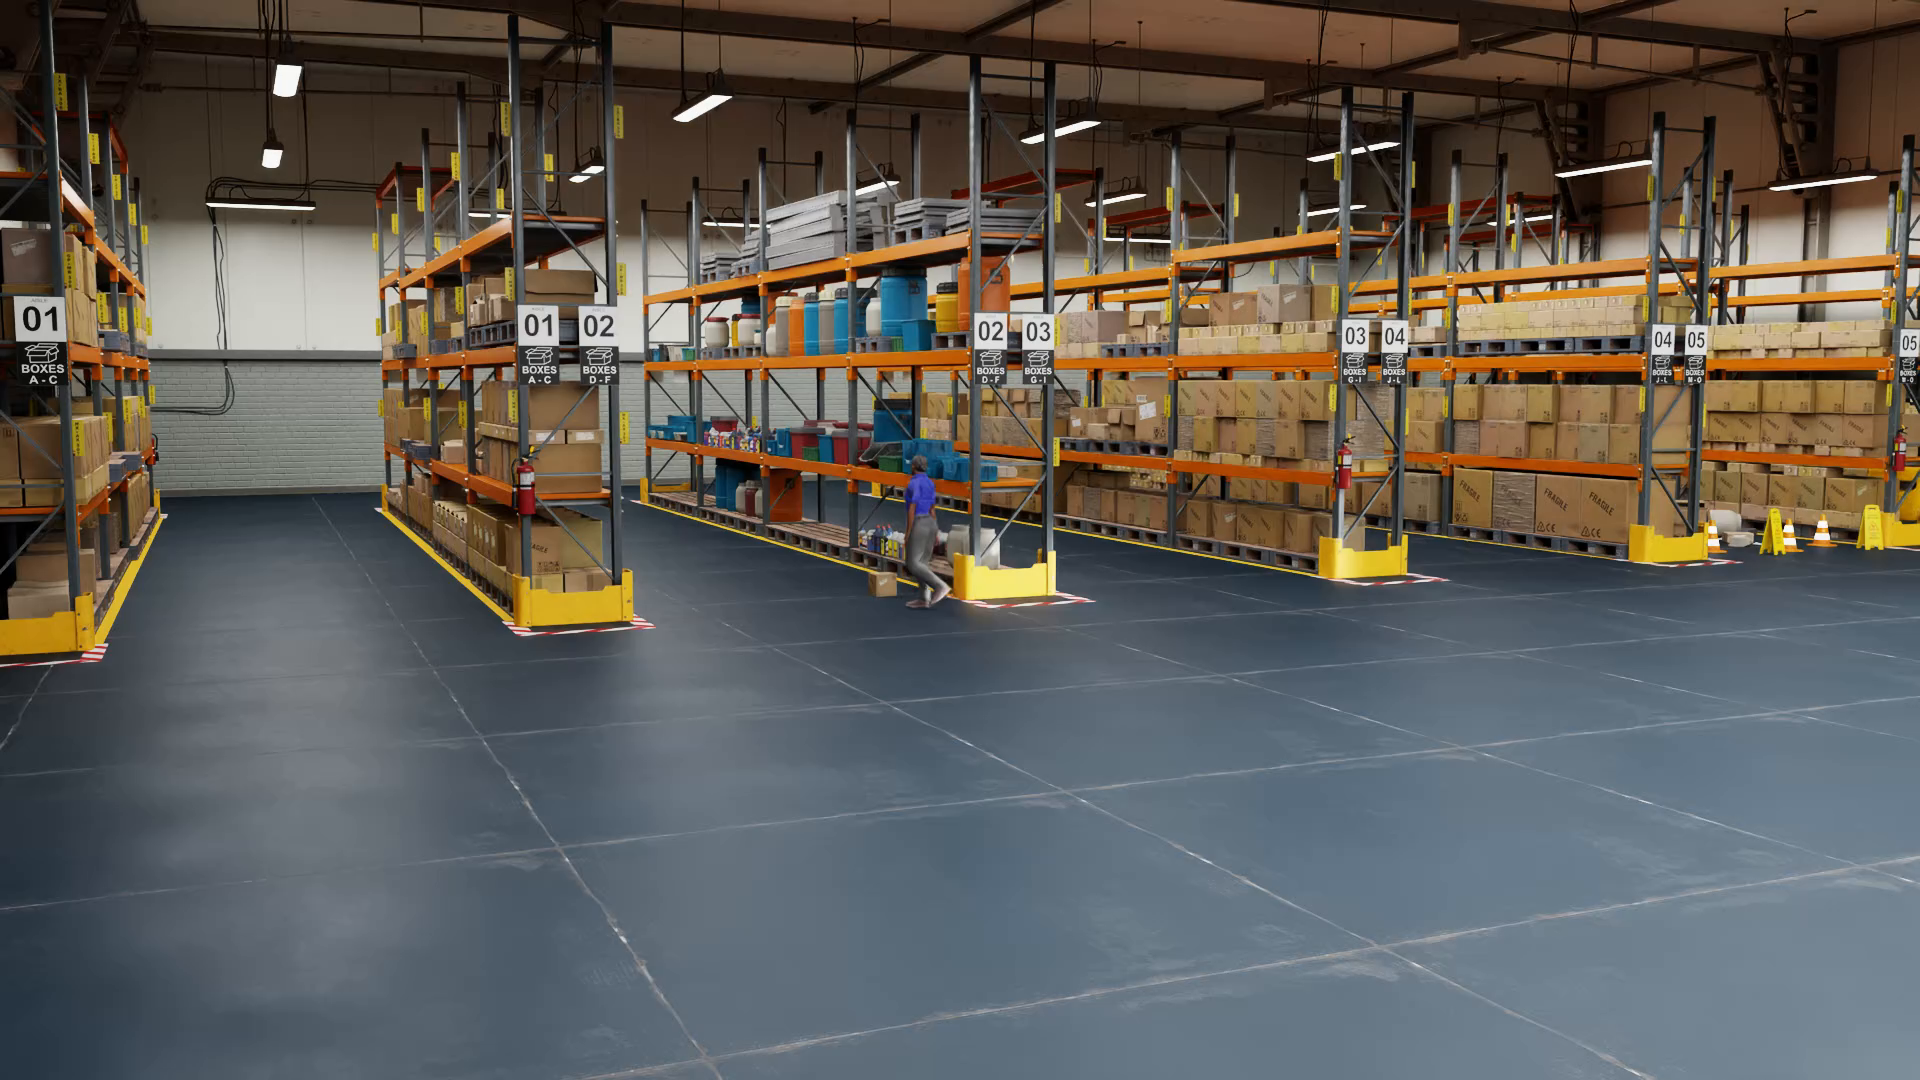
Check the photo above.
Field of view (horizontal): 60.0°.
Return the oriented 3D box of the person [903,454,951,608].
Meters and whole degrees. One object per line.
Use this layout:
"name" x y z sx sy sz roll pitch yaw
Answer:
"person" -0.333 -0.086 17.786 0.588 1.652 0.493 3 6 28
